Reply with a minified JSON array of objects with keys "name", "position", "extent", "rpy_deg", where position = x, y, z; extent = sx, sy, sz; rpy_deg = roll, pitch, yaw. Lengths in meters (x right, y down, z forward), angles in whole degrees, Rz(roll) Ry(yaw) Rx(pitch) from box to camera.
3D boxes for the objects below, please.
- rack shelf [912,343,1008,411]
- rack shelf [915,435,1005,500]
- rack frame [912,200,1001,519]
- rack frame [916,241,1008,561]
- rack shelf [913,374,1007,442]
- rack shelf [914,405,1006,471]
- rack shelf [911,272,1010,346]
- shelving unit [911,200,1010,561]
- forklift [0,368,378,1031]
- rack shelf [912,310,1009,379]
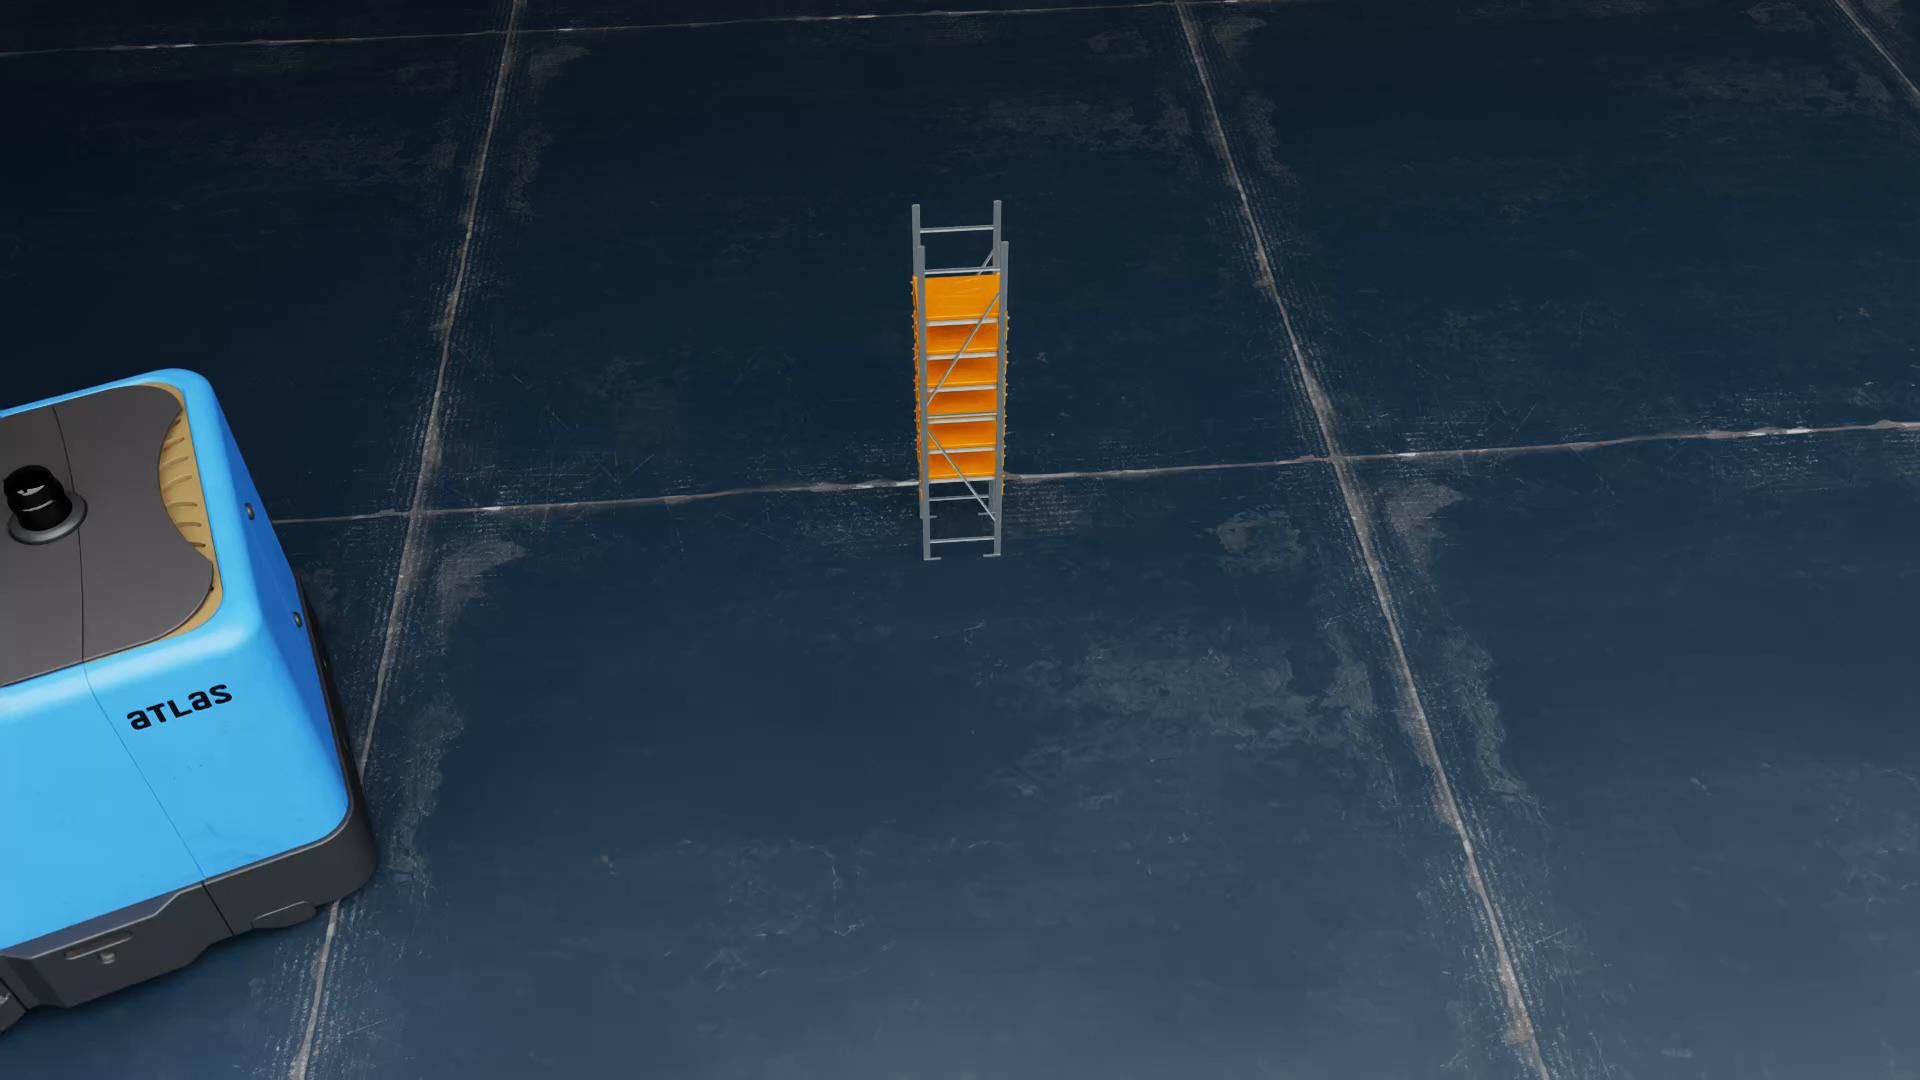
[{"name":"rack shelf","position":[-0.001,-0.475,4.769],"extent":[0.258,0.103,0.180],"rpy_deg":[-3,47,-3]},{"name":"rack shelf","position":[-0.001,-0.227,5.031],"extent":[0.258,0.103,0.180],"rpy_deg":[-3,47,-3]},{"name":"rack frame","position":[-0.009,-0.489,4.887],"extent":[0.240,1.200,0.006],"rpy_deg":[-3,47,-3]},{"name":"rack frame","position":[0.006,-0.357,4.762],"extent":[0.240,1.200,0.006],"rpy_deg":[-3,47,-3]},{"name":"rack shelf","position":[-0.001,-0.392,4.857],"extent":[0.258,0.103,0.180],"rpy_deg":[-3,47,-3]},{"name":"rack shelf","position":[-0.001,-0.310,4.944],"extent":[0.258,0.103,0.180],"rpy_deg":[-3,47,-3]},{"name":"rack shelf","position":[-0.001,-0.640,4.595],"extent":[0.258,0.103,0.180],"rpy_deg":[-3,47,-3]},{"name":"shelving unit","position":[-0.001,-0.423,4.824],"extent":[0.258,1.200,0.189],"rpy_deg":[-3,47,-3]},{"name":"forklift","position":[-3.086,0.038,3.195],"extent":[3.031,2.935,1.130],"rpy_deg":[-18,49,-17]},{"name":"rack shelf","position":[-0.001,-0.558,4.682],"extent":[0.258,0.103,0.180],"rpy_deg":[-3,47,-3]}]
